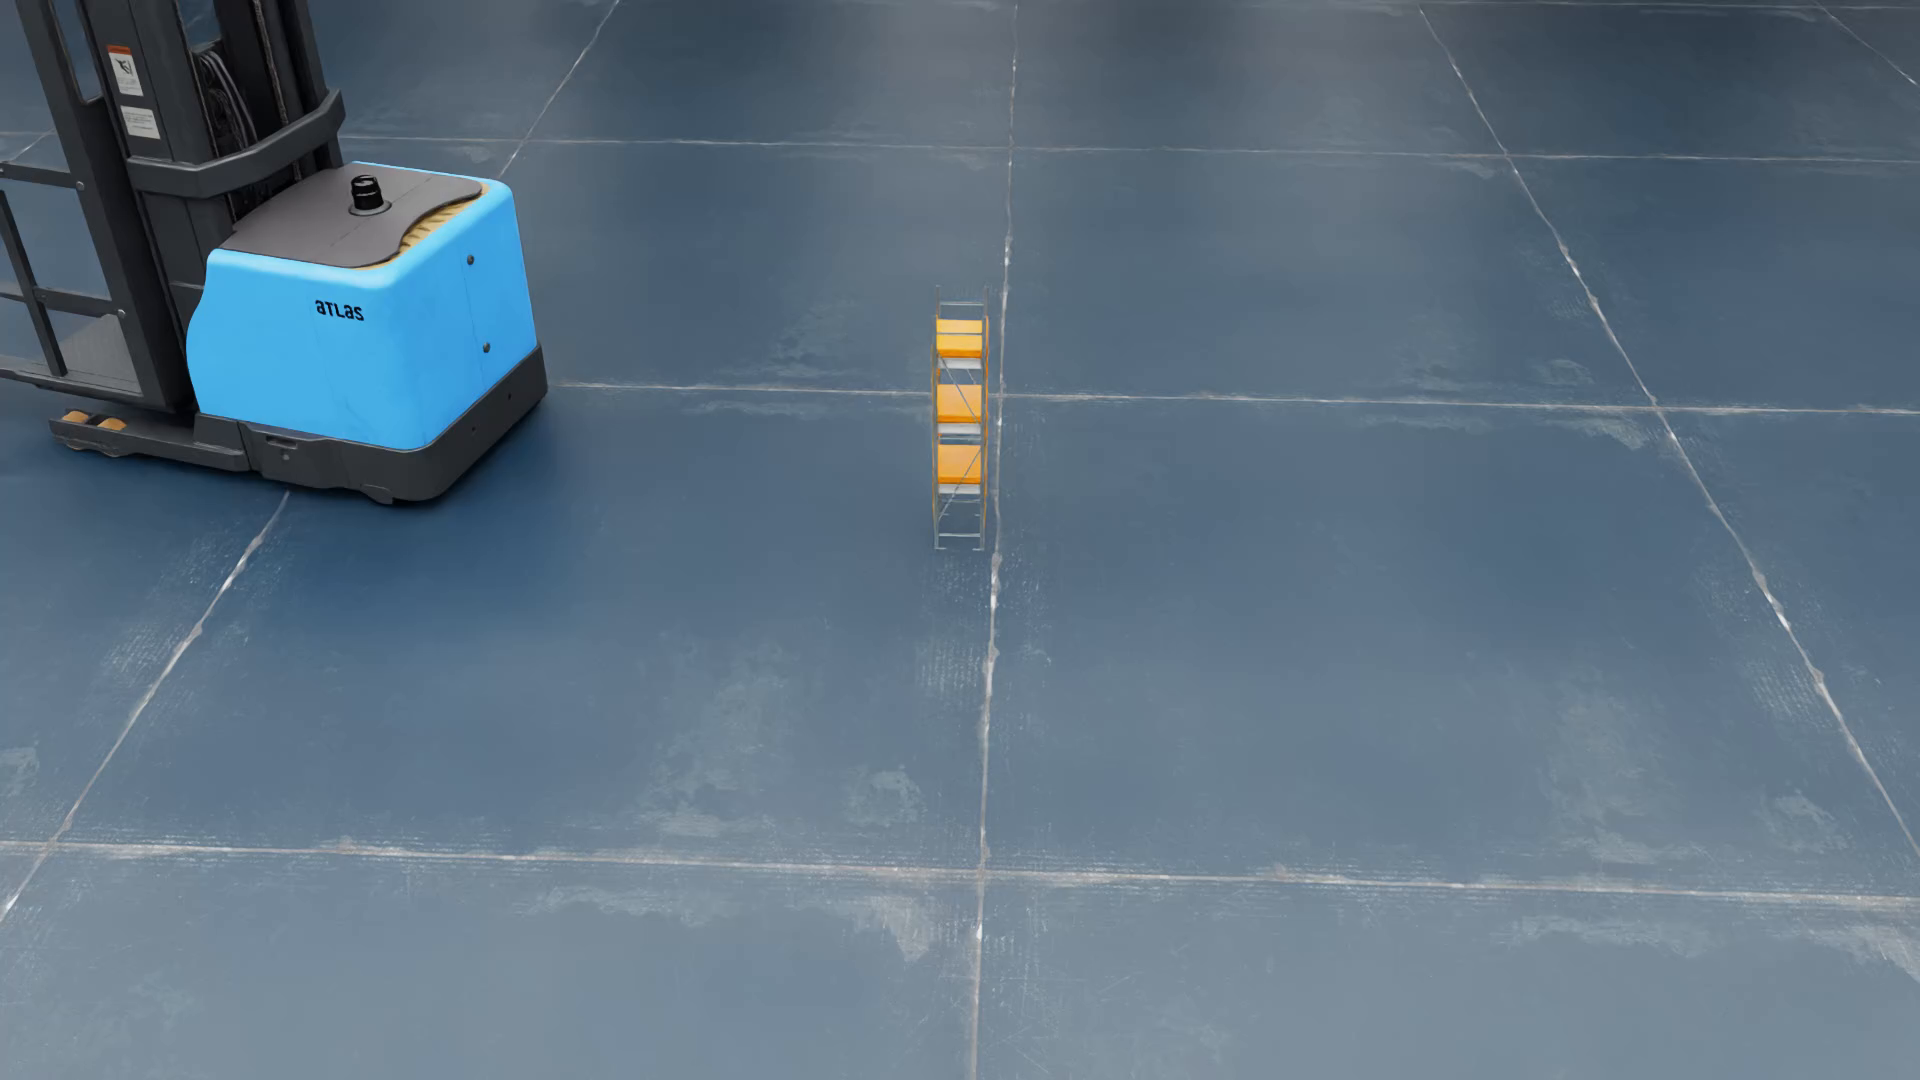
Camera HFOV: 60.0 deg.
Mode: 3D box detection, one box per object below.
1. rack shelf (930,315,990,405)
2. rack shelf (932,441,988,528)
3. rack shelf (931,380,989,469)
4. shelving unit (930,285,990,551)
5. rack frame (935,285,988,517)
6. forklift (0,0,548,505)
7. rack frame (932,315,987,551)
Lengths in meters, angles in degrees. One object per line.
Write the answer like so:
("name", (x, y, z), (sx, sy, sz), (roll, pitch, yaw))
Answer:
("rack shelf", (0.002, -0.684, 6.335), (0.215, 0.259, 0.240), (1, 35, 2))
("rack shelf", (0.002, -0.224, 6.658), (0.215, 0.259, 0.240), (1, 35, 2))
("rack shelf", (0.002, -0.452, 6.498), (0.215, 0.259, 0.240), (1, 35, 2))
("shelving unit", (0.002, -0.460, 6.492), (0.215, 1.050, 0.252), (1, 35, 2))
("rack frame", (0.007, -0.530, 6.592), (0.200, 1.050, 0.008), (1, 35, 2))
("forklift", (-3.456, -1.838, 6.816), (3.031, 2.935, 1.130), (10, 36, 14))
("rack frame", (-0.003, -0.390, 6.392), (0.200, 1.050, 0.008), (1, 35, 2))
